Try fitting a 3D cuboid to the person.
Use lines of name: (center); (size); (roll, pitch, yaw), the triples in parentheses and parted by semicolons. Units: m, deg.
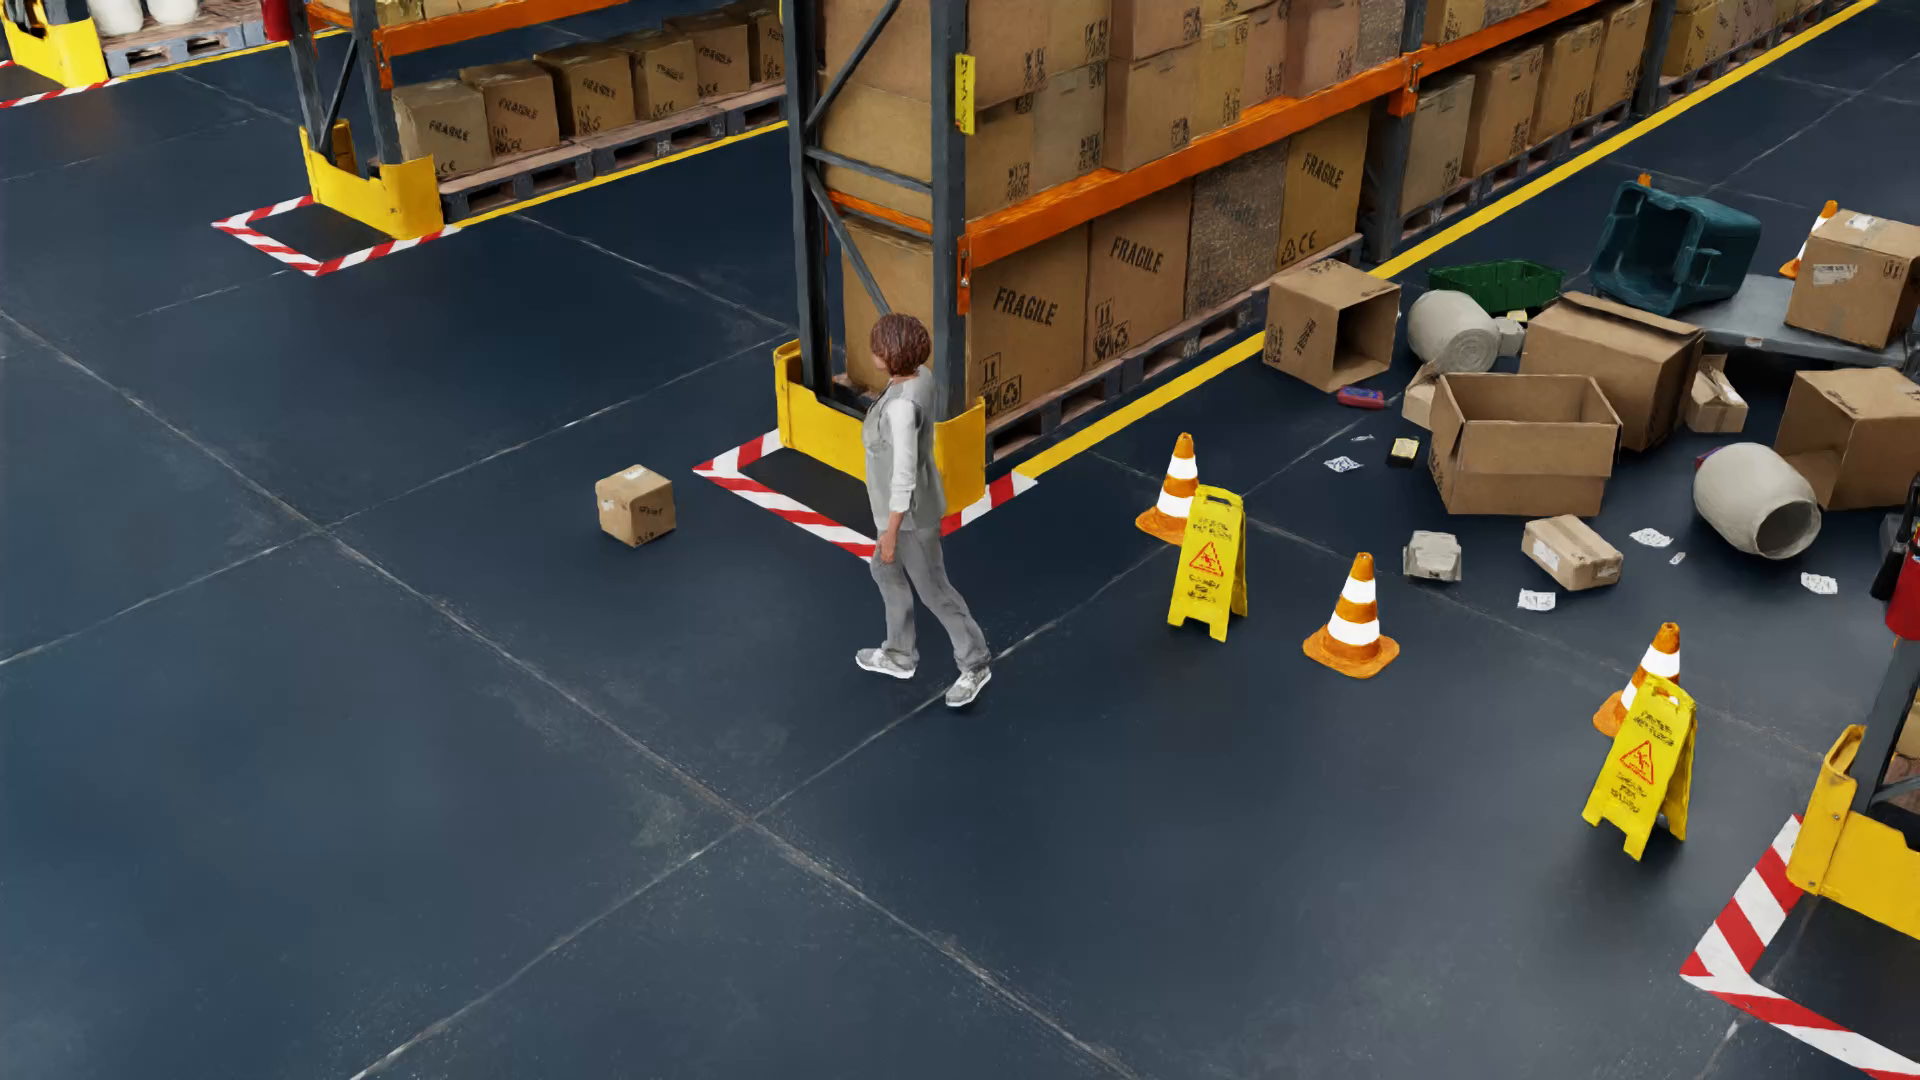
person: (-0.151, -0.118, 6.340); (0.561, 1.589, 0.498); (1, 32, 2)
